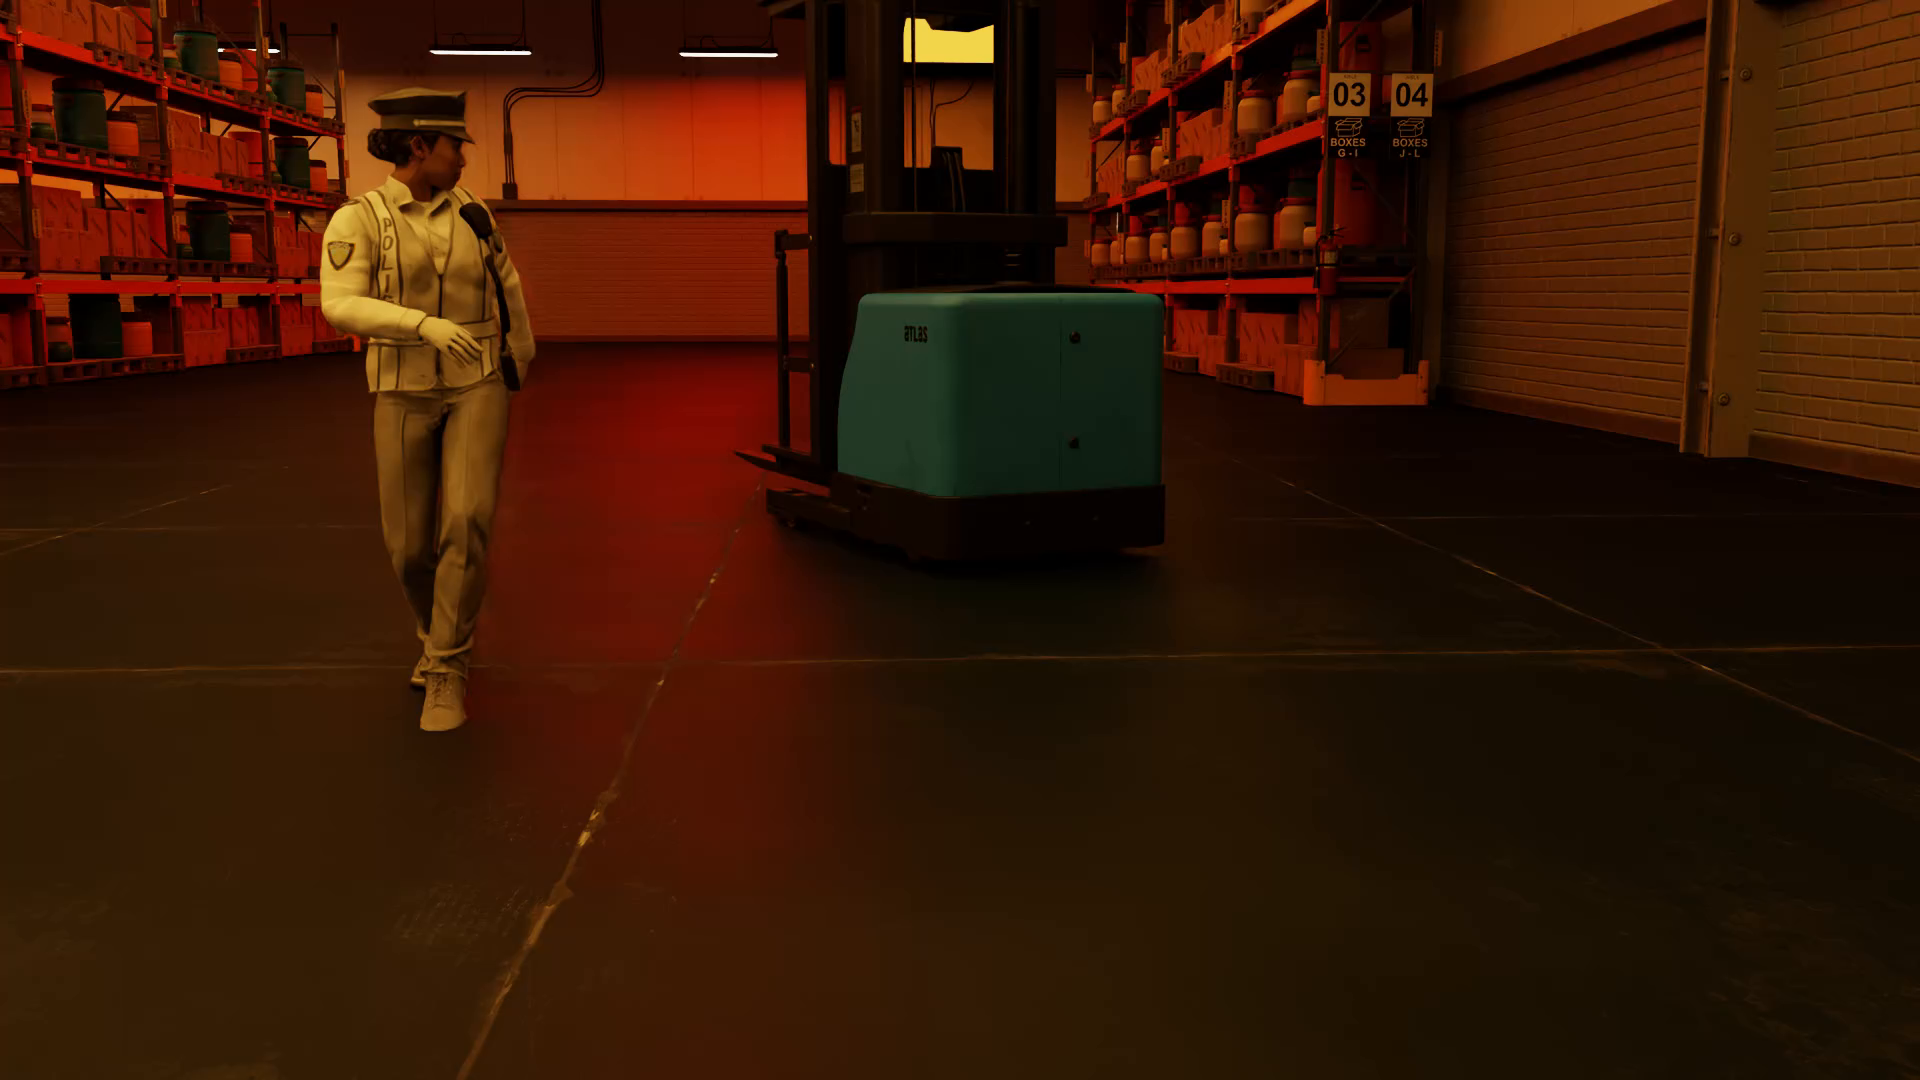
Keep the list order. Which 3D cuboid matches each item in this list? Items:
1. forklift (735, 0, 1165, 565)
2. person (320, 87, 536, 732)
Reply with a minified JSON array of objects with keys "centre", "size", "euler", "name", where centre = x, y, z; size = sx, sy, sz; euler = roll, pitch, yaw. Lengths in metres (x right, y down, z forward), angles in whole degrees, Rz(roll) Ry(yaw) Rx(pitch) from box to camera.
[{"centre":[-0.264,-1.530,7.637],"size":[1.130,2.935,3.031],"euler":[-4,9,-25],"name":"forklift"},{"centre":[-1.385,-0.353,4.406],"size":[0.527,1.644,0.849],"euler":[-2,9,-15],"name":"person"}]
